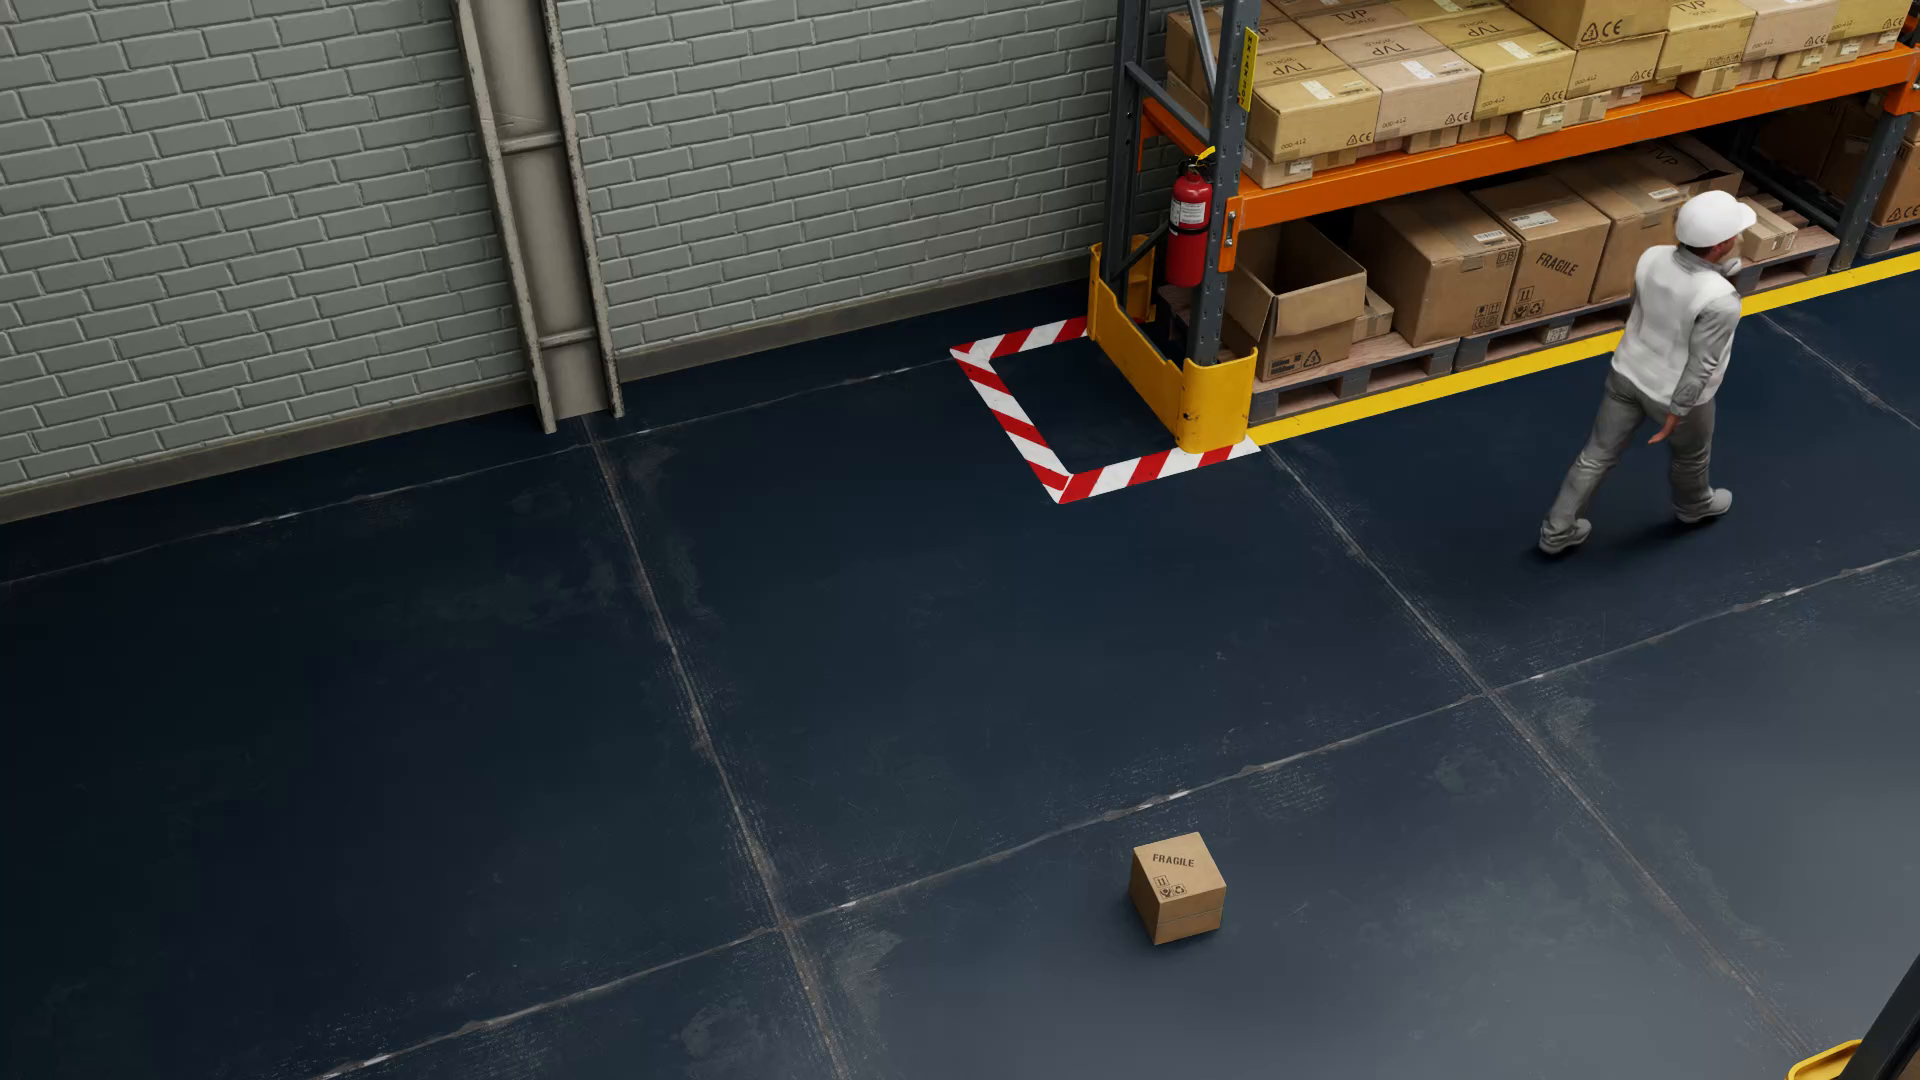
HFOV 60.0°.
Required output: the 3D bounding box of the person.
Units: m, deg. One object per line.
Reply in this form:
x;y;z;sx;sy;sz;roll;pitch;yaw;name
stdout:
3.000;-0.728;6.942;1.014;1.713;0.543;-21;46;-22;person
